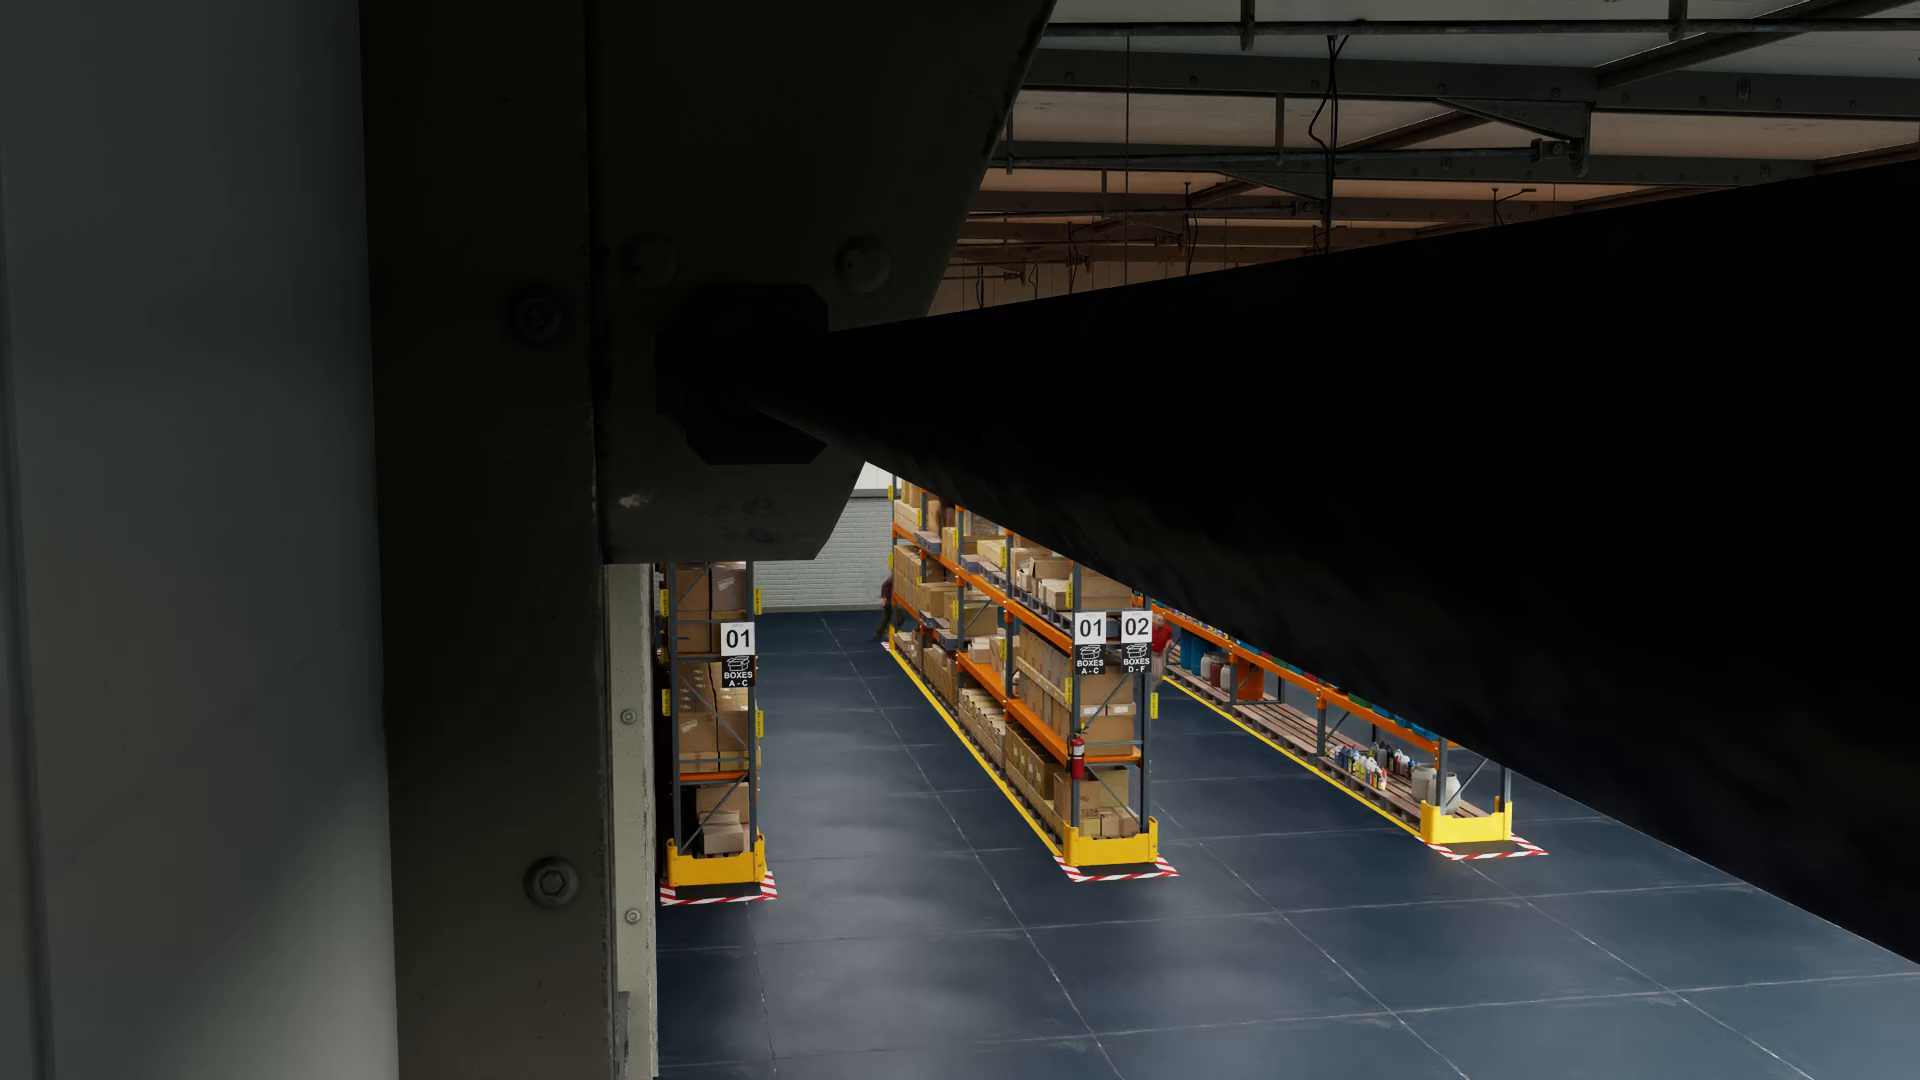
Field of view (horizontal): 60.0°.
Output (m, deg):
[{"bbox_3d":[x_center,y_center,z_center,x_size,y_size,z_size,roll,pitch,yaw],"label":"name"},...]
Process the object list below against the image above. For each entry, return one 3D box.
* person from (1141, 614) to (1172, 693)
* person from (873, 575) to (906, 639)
[{"bbox_3d":[3.635,2.181,30.947,0.638,1.658,0.746,-2,7,-21],"label":"person"},{"bbox_3d":[-1.464,1.389,37.622,1.032,1.716,0.661,0,6,1],"label":"person"}]
